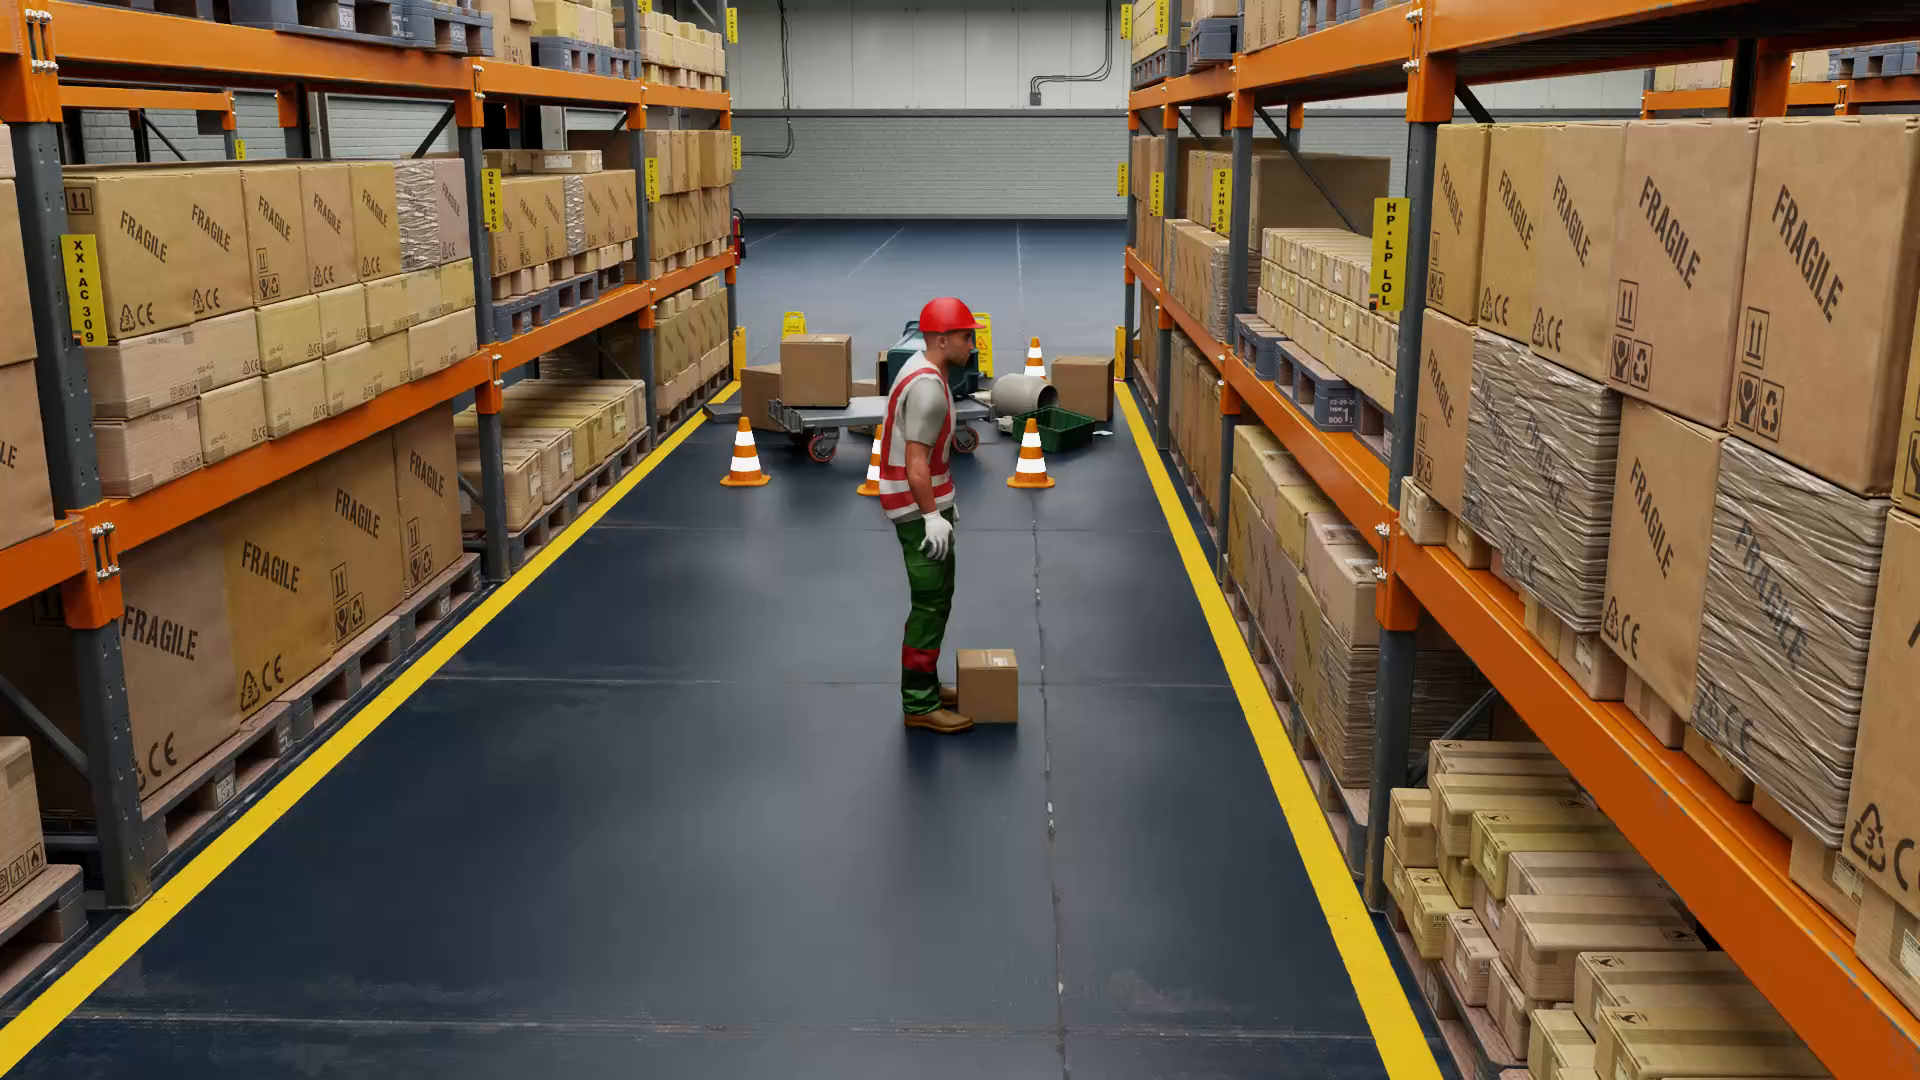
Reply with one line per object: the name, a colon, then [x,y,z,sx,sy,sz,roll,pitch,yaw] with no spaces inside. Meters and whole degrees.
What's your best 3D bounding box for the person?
person: [-0.113,-0.118,6.946,0.449,1.780,0.607,0,14,2]
